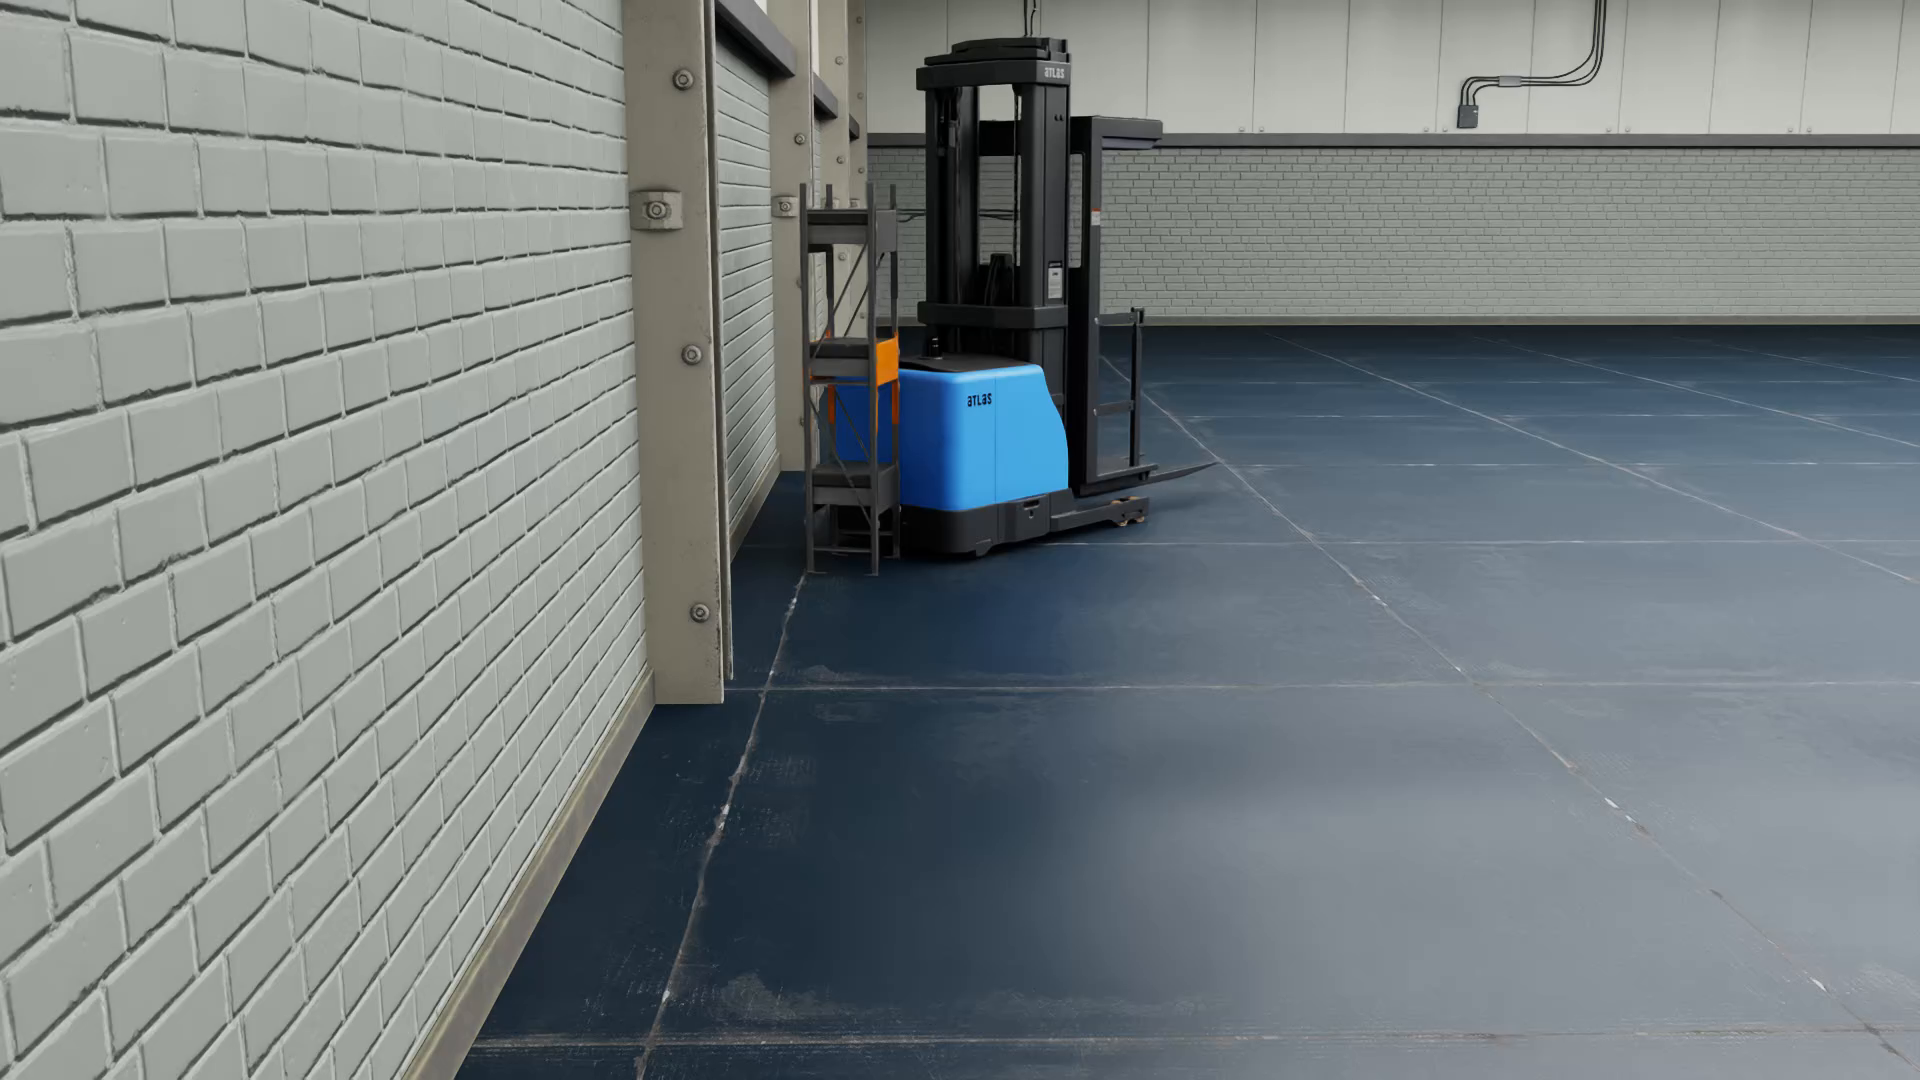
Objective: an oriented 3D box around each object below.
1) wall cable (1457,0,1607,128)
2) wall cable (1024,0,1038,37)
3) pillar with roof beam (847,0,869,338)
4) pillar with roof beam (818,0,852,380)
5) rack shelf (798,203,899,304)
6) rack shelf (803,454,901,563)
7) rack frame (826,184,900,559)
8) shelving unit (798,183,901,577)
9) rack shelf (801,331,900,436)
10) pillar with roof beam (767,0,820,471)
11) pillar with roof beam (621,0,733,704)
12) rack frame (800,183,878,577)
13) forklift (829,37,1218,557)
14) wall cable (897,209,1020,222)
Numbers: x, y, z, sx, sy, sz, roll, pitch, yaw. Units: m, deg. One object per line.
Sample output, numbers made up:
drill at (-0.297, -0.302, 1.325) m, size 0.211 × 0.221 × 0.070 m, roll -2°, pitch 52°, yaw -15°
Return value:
wall cable at (9.254, -9.655, 26.461) m, size 2.305 × 6.003 × 0.169 m, roll 0°, pitch 11°, yaw -1°
wall cable at (2.467, -8.916, 26.484) m, size 3.097 × 2.526 × 0.112 m, roll 0°, pitch 11°, yaw -1°
pillar with roof beam at (2.805, -7.379, 23.797) m, size 9.100 × 9.000 × 0.400 m, roll 0°, pitch 11°, yaw -1°
pillar with roof beam at (2.929, -6.186, 17.918) m, size 9.100 × 9.000 × 0.400 m, roll 0°, pitch 11°, yaw -1°
rack shelf at (-0.594, -1.555, 8.990) m, size 0.431 × 0.518 × 0.480 m, roll 2°, pitch 12°, yaw 12°
rack shelf at (-0.594, -0.183, 9.268) m, size 0.431 × 0.518 × 0.480 m, roll 2°, pitch 12°, yaw 12°
rack frame at (-0.544, -0.930, 9.360) m, size 0.400 × 2.100 × 0.015 m, roll 2°, pitch 12°, yaw 12°
shelving unit at (-0.594, -0.882, 9.126) m, size 0.431 × 2.100 × 0.503 m, roll 2°, pitch 12°, yaw 12°
rack shelf at (-0.594, -0.869, 9.129) m, size 0.431 × 0.518 × 0.480 m, roll 2°, pitch 12°, yaw 12°
pillar with roof beam at (3.053, -4.993, 12.039) m, size 9.100 × 9.000 × 0.400 m, roll 0°, pitch 11°, yaw -1°
pillar with roof beam at (3.177, -3.801, 6.160) m, size 9.100 × 9.000 × 0.400 m, roll 0°, pitch 11°, yaw -1°
rack frame at (-0.644, -0.835, 8.892) m, size 0.400 × 2.100 × 0.015 m, roll 2°, pitch 12°, yaw 12°
forklift at (0.562, -1.578, 10.464) m, size 1.130 × 2.935 × 3.031 m, roll 10°, pitch 15°, yaw 40°
wall cable at (-0.238, -6.430, 26.931) m, size 3.097 × 2.526 × 0.112 m, roll 0°, pitch 11°, yaw -1°
